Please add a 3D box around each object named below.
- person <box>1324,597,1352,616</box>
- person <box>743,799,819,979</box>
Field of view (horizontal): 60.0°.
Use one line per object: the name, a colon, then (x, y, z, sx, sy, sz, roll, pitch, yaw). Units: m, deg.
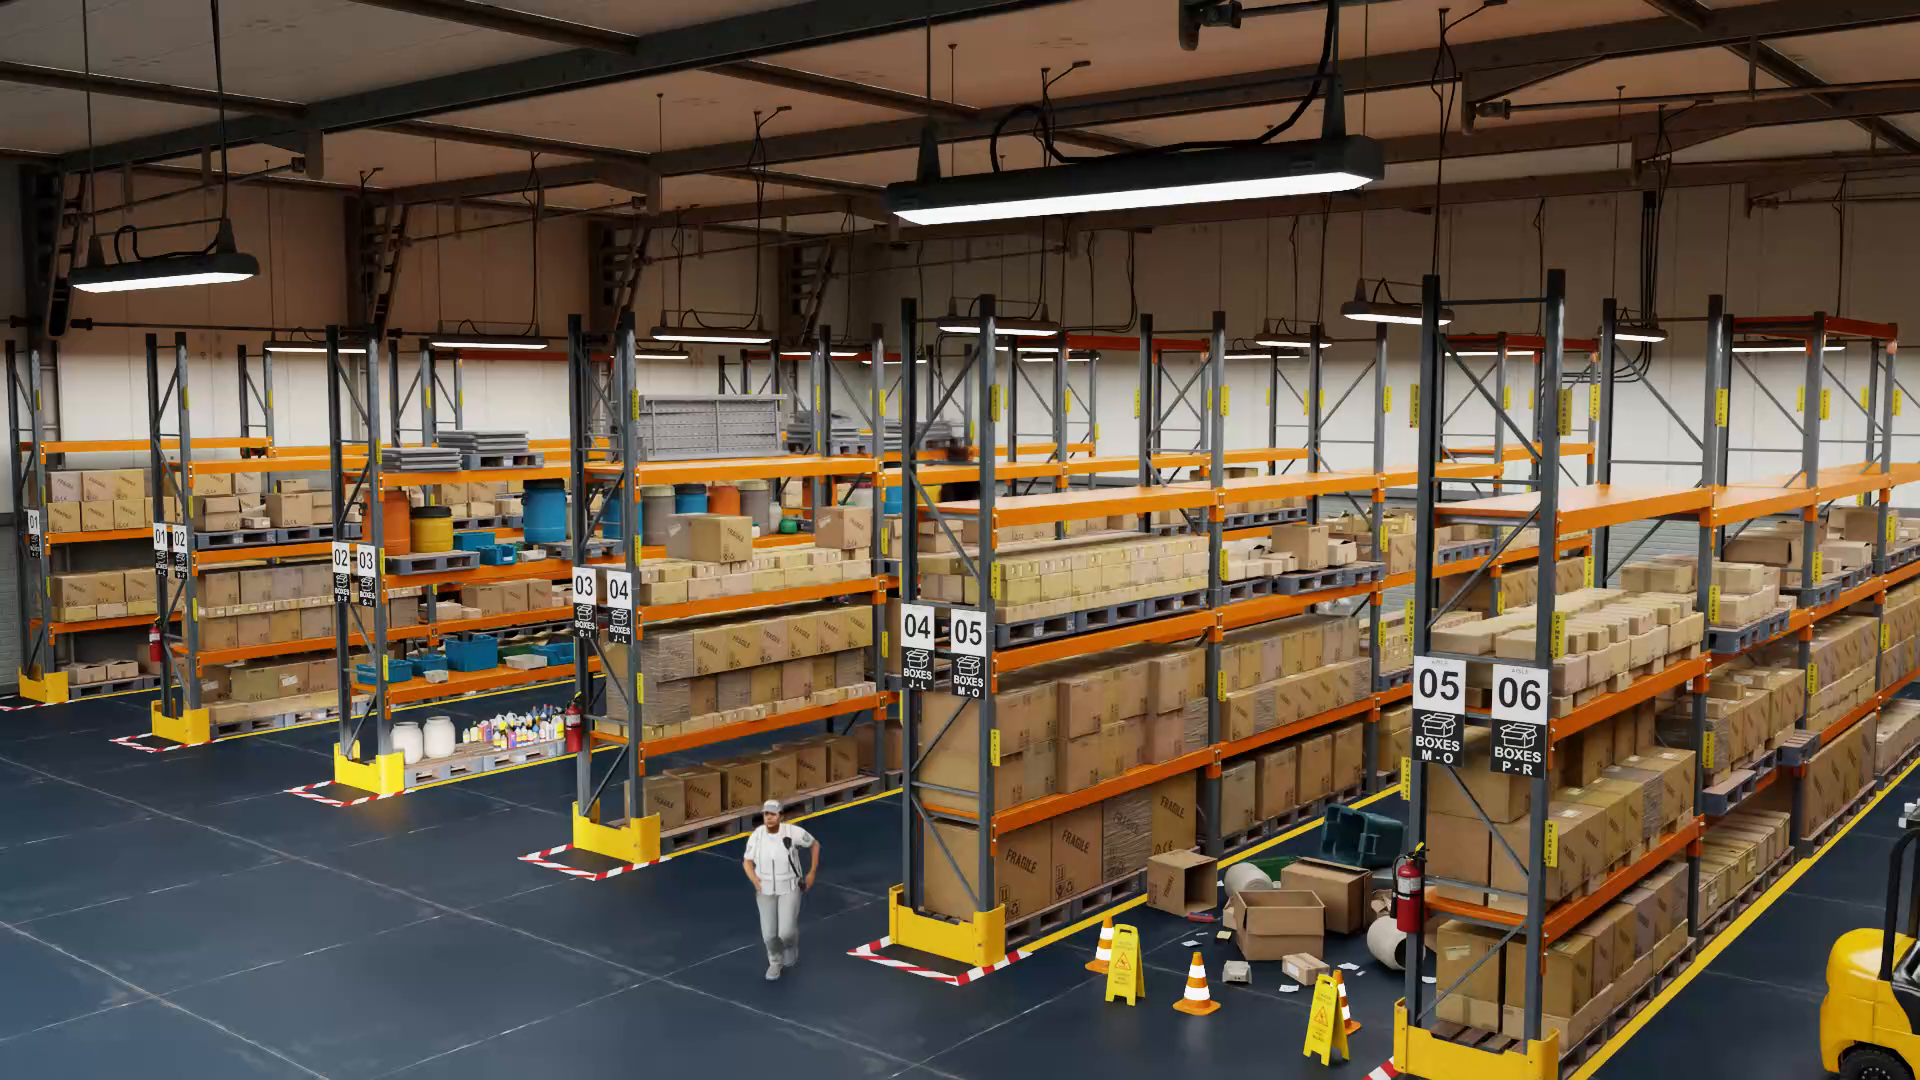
person: (7.139, 1.571, 31.335, 0.560, 1.603, 0.772, -3, 6, -29)
person: (-1.573, 3.058, 14.480, 0.634, 1.625, 0.672, 1, 5, 6)
